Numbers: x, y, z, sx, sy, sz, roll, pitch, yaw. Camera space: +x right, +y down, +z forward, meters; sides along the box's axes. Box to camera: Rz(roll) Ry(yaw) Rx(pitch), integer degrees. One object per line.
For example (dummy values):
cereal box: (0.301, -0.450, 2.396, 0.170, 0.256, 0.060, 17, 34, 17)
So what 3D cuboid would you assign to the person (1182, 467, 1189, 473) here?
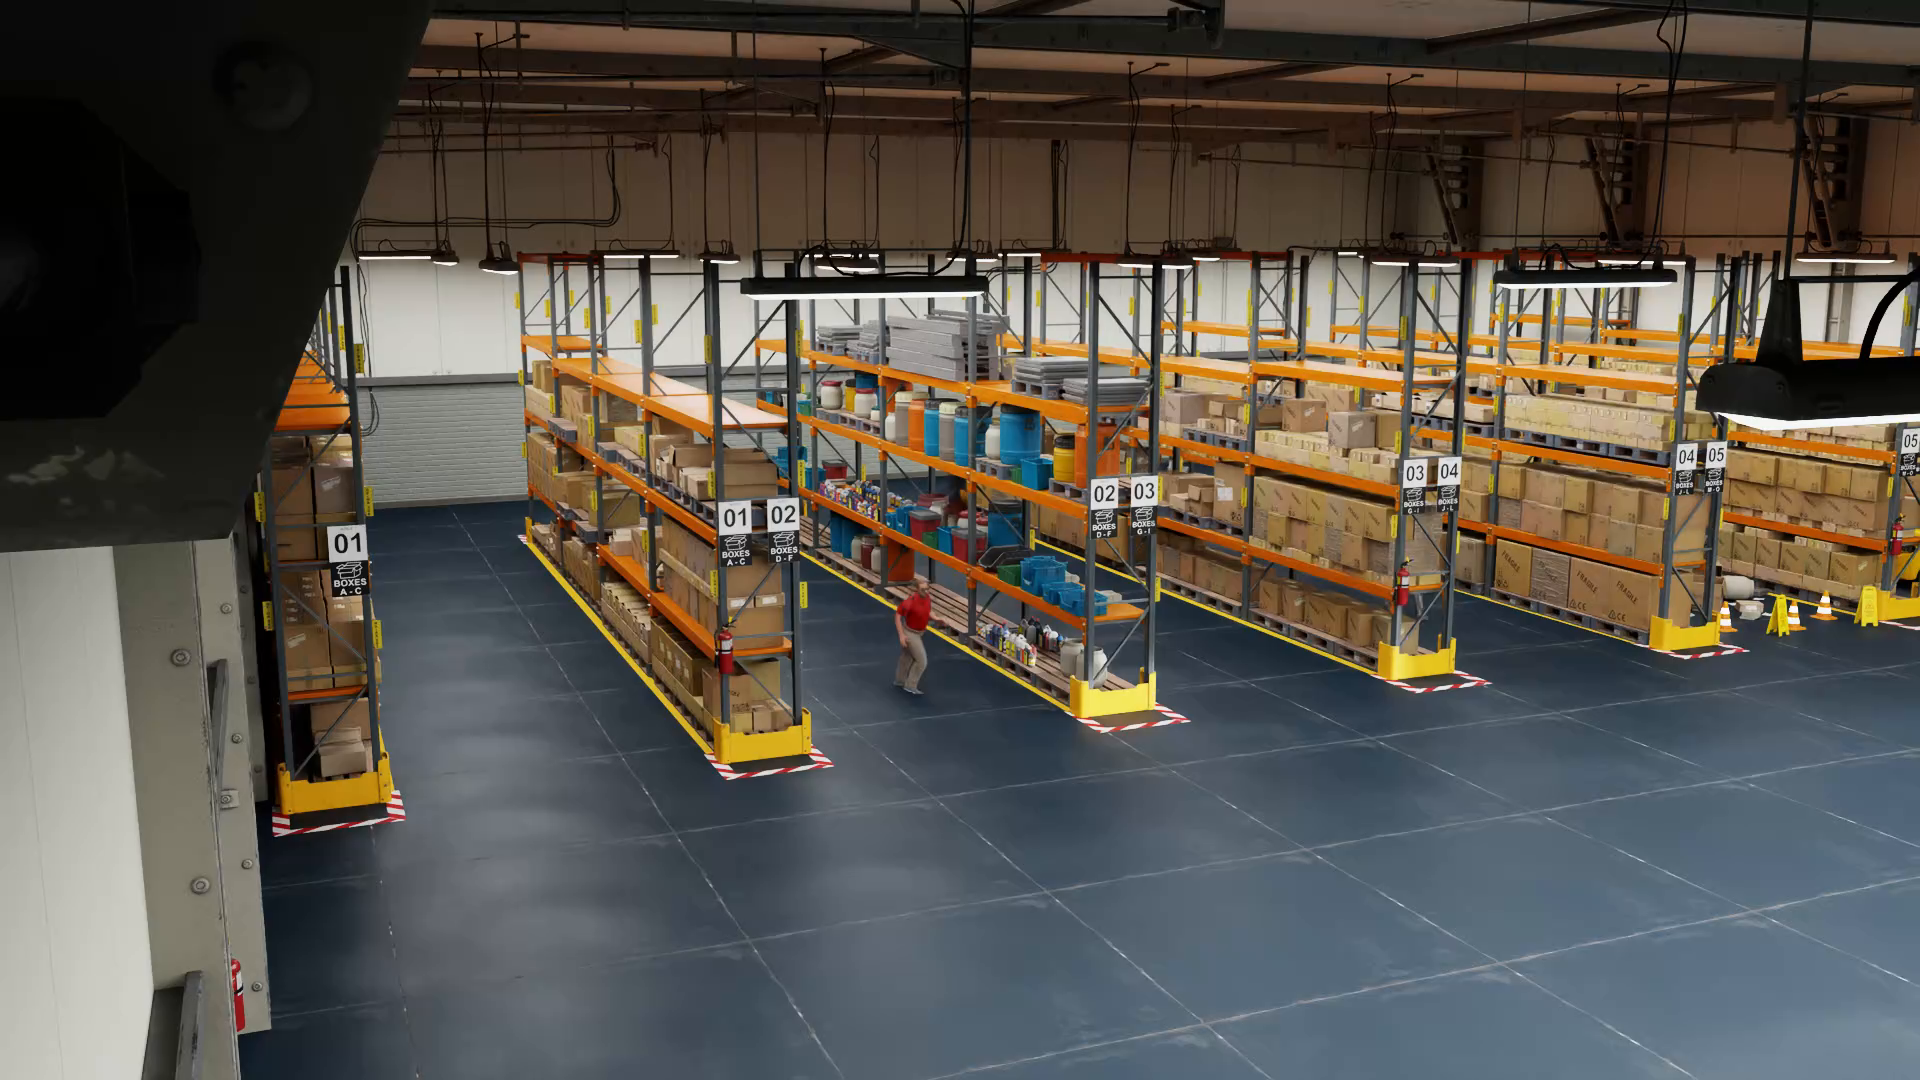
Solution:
person: (4.507, -0.609, 33.461, 0.638, 1.753, 0.649, -6, 12, -28)

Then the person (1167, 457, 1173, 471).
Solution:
person: (5.455, -2.054, 41.447, 0.713, 1.747, 0.705, -1, 10, -4)

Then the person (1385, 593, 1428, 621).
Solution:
person: (7.578, 0.535, 27.860, 0.613, 1.505, 0.999, -5, 12, -27)

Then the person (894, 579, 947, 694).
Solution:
person: (-0.591, 1.348, 23.276, 0.841, 1.690, 0.670, 3, 11, 15)
